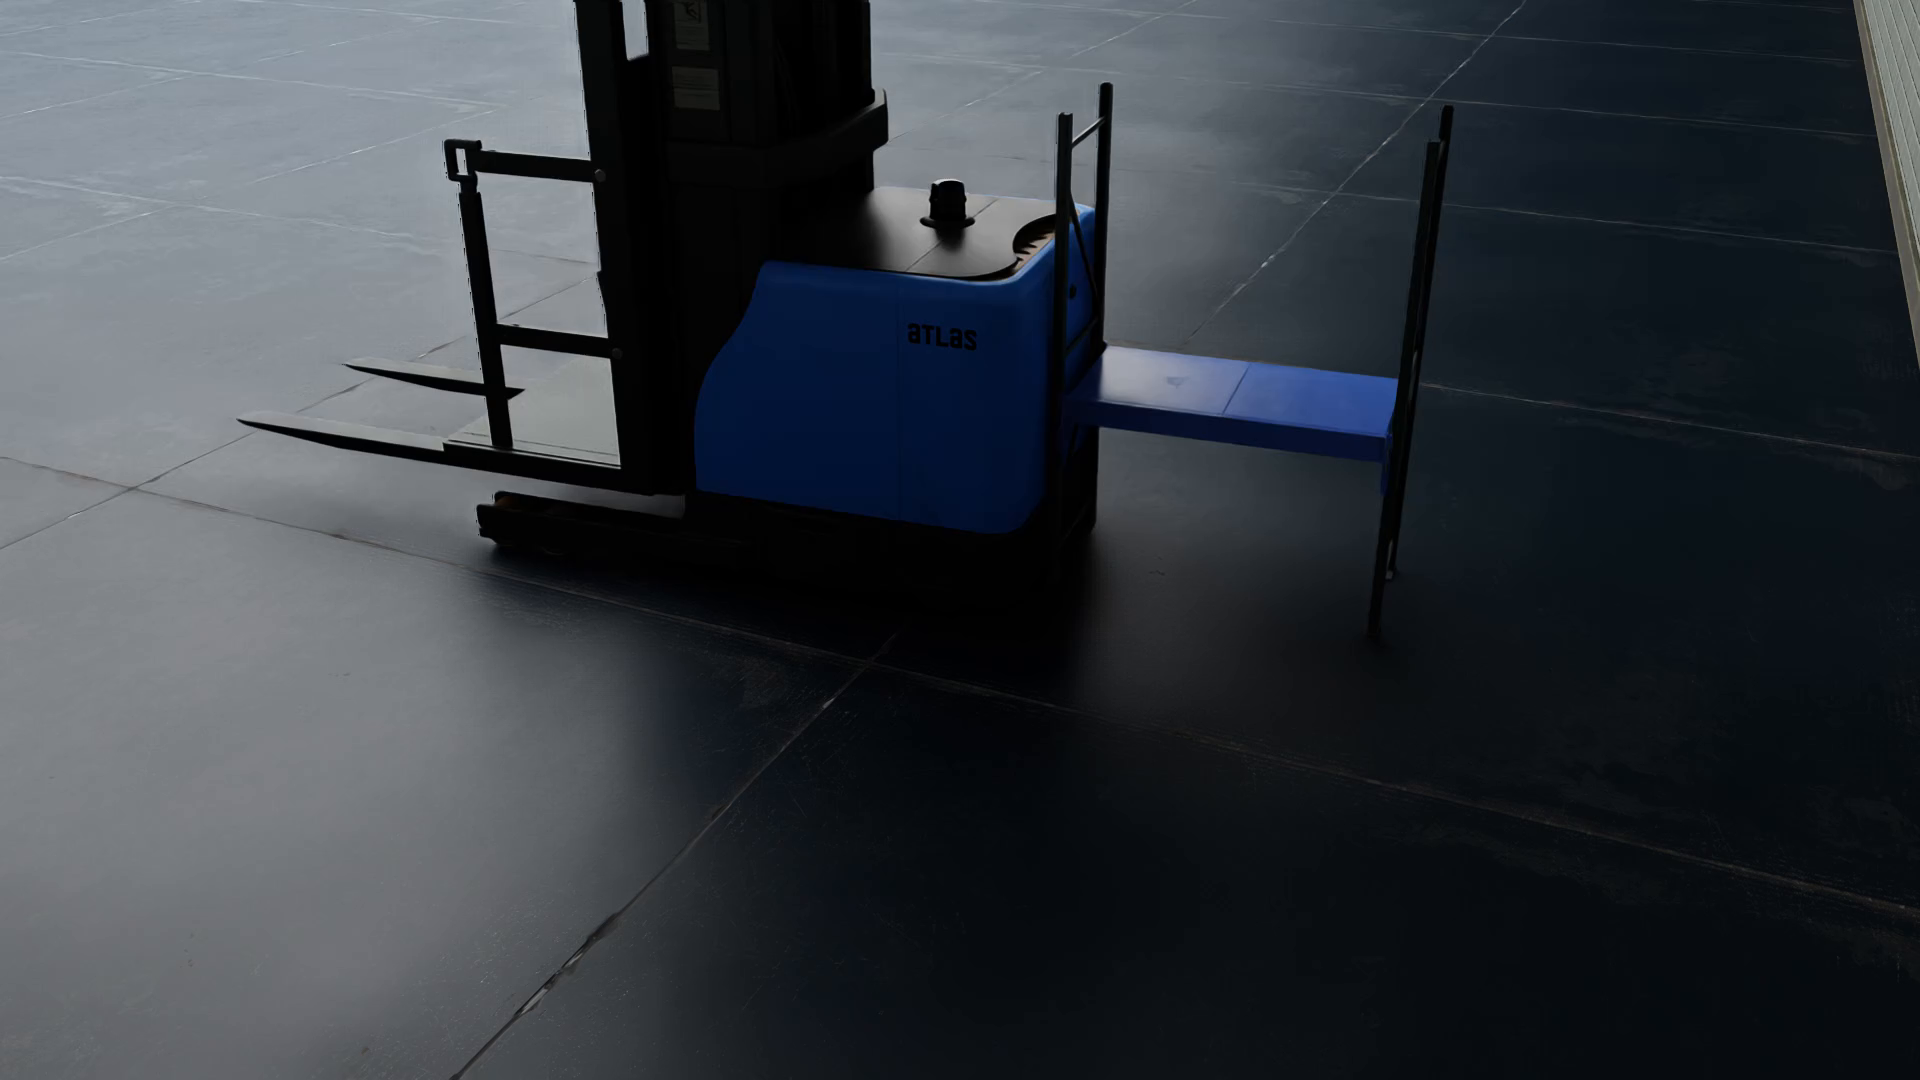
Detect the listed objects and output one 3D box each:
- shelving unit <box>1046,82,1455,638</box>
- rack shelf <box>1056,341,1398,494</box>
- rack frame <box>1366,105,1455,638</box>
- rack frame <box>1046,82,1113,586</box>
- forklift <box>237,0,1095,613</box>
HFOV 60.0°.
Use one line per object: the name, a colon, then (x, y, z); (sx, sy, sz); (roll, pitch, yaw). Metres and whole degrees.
shelving unit: (0.854, -0.557, 5.084); (1.048, 1.500, 0.538); (9, 28, 17)
rack shelf: (0.854, -0.395, 5.164); (1.000, 0.185, 0.538); (9, 28, 17)
rack frame: (1.334, -0.482, 4.933); (0.032, 1.500, 0.500); (9, 28, 17)
rack frame: (0.374, -0.631, 5.236); (0.032, 1.500, 0.500); (9, 28, 17)
forklift: (-1.091, -1.472, 5.323); (3.031, 2.935, 1.130); (9, 28, 17)
